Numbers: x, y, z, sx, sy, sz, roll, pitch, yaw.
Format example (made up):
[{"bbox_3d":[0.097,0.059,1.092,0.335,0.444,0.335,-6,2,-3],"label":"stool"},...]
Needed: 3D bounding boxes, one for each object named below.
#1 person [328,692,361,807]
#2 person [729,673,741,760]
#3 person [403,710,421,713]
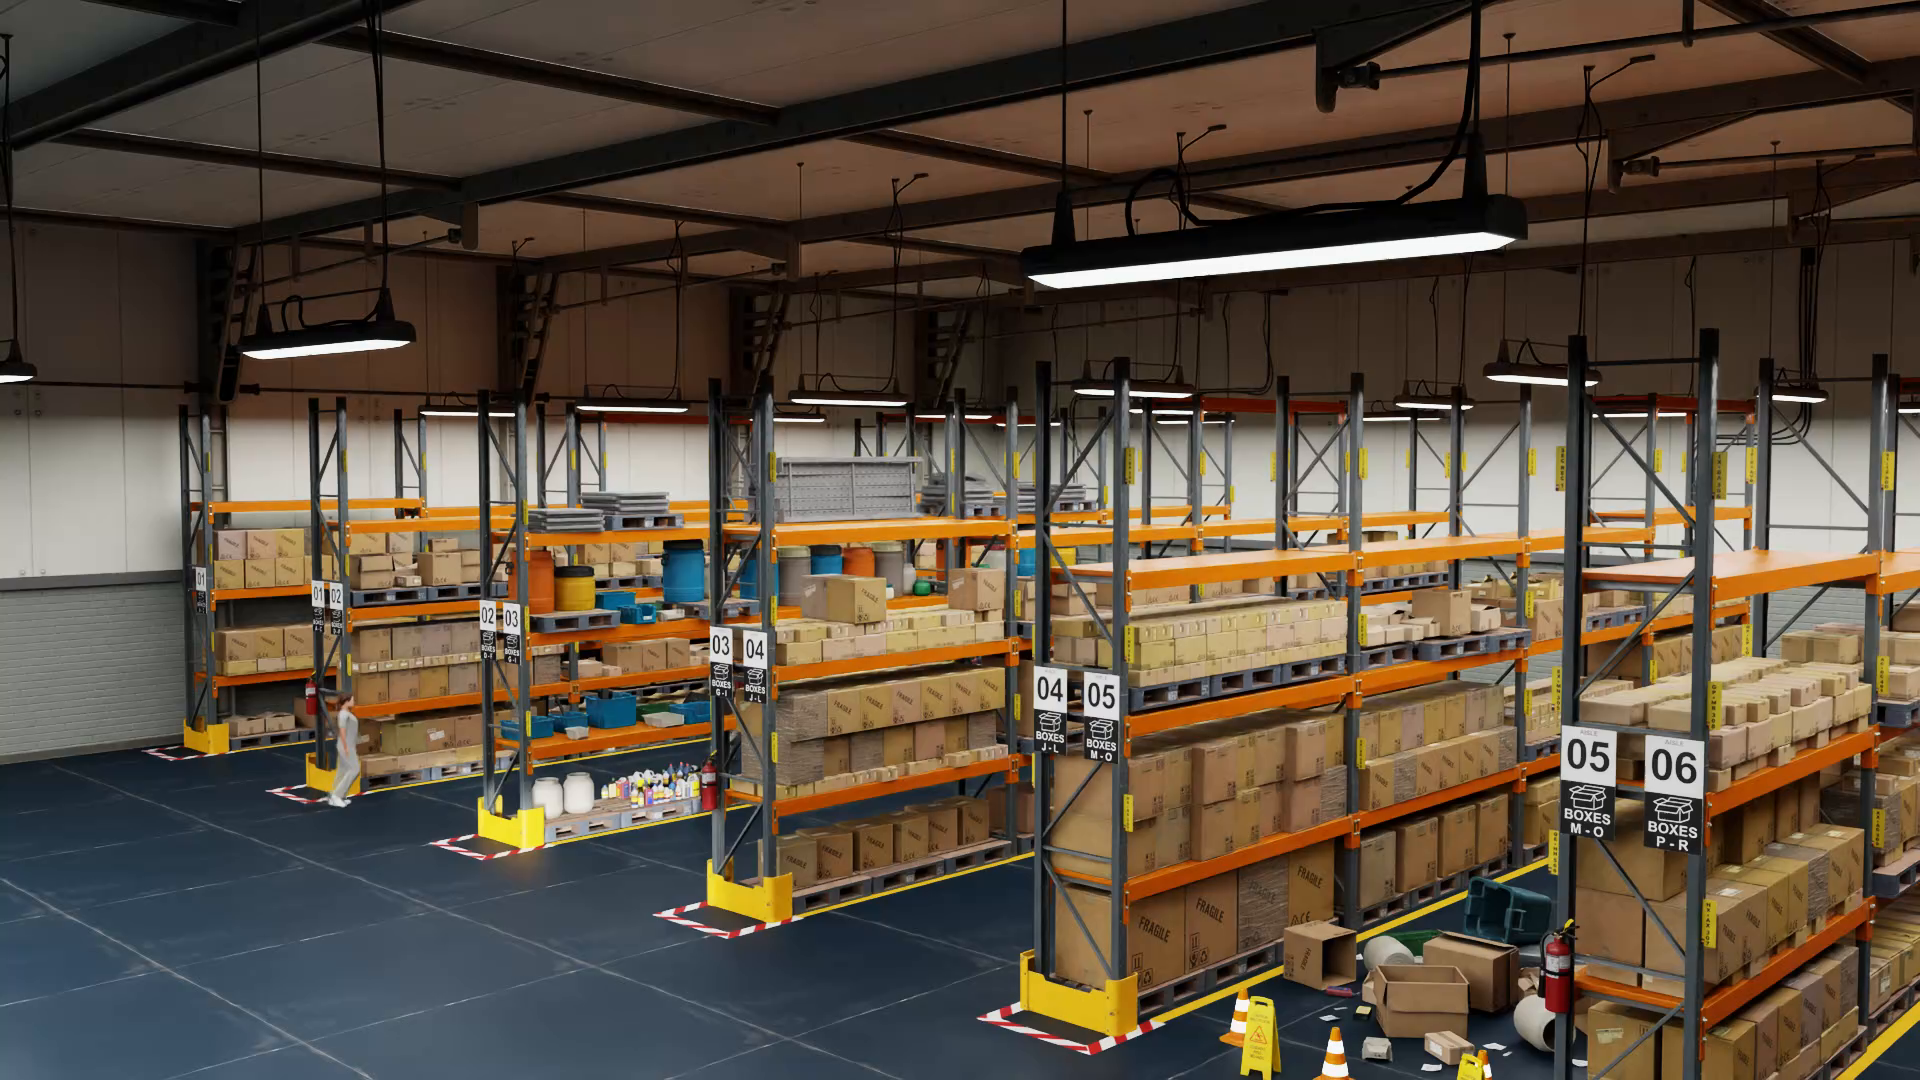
[{"bbox_3d":[-8.980,3.043,24.267,0.473,1.653,0.560,-1,3,-11],"label":"person"},{"bbox_3d":[-3.888,2.797,27.795,0.495,1.766,0.598,-2,4,-34],"label":"person"},{"bbox_3d":[-9.567,2.812,29.017,0.501,1.598,1.037,1,3,13],"label":"person"}]
